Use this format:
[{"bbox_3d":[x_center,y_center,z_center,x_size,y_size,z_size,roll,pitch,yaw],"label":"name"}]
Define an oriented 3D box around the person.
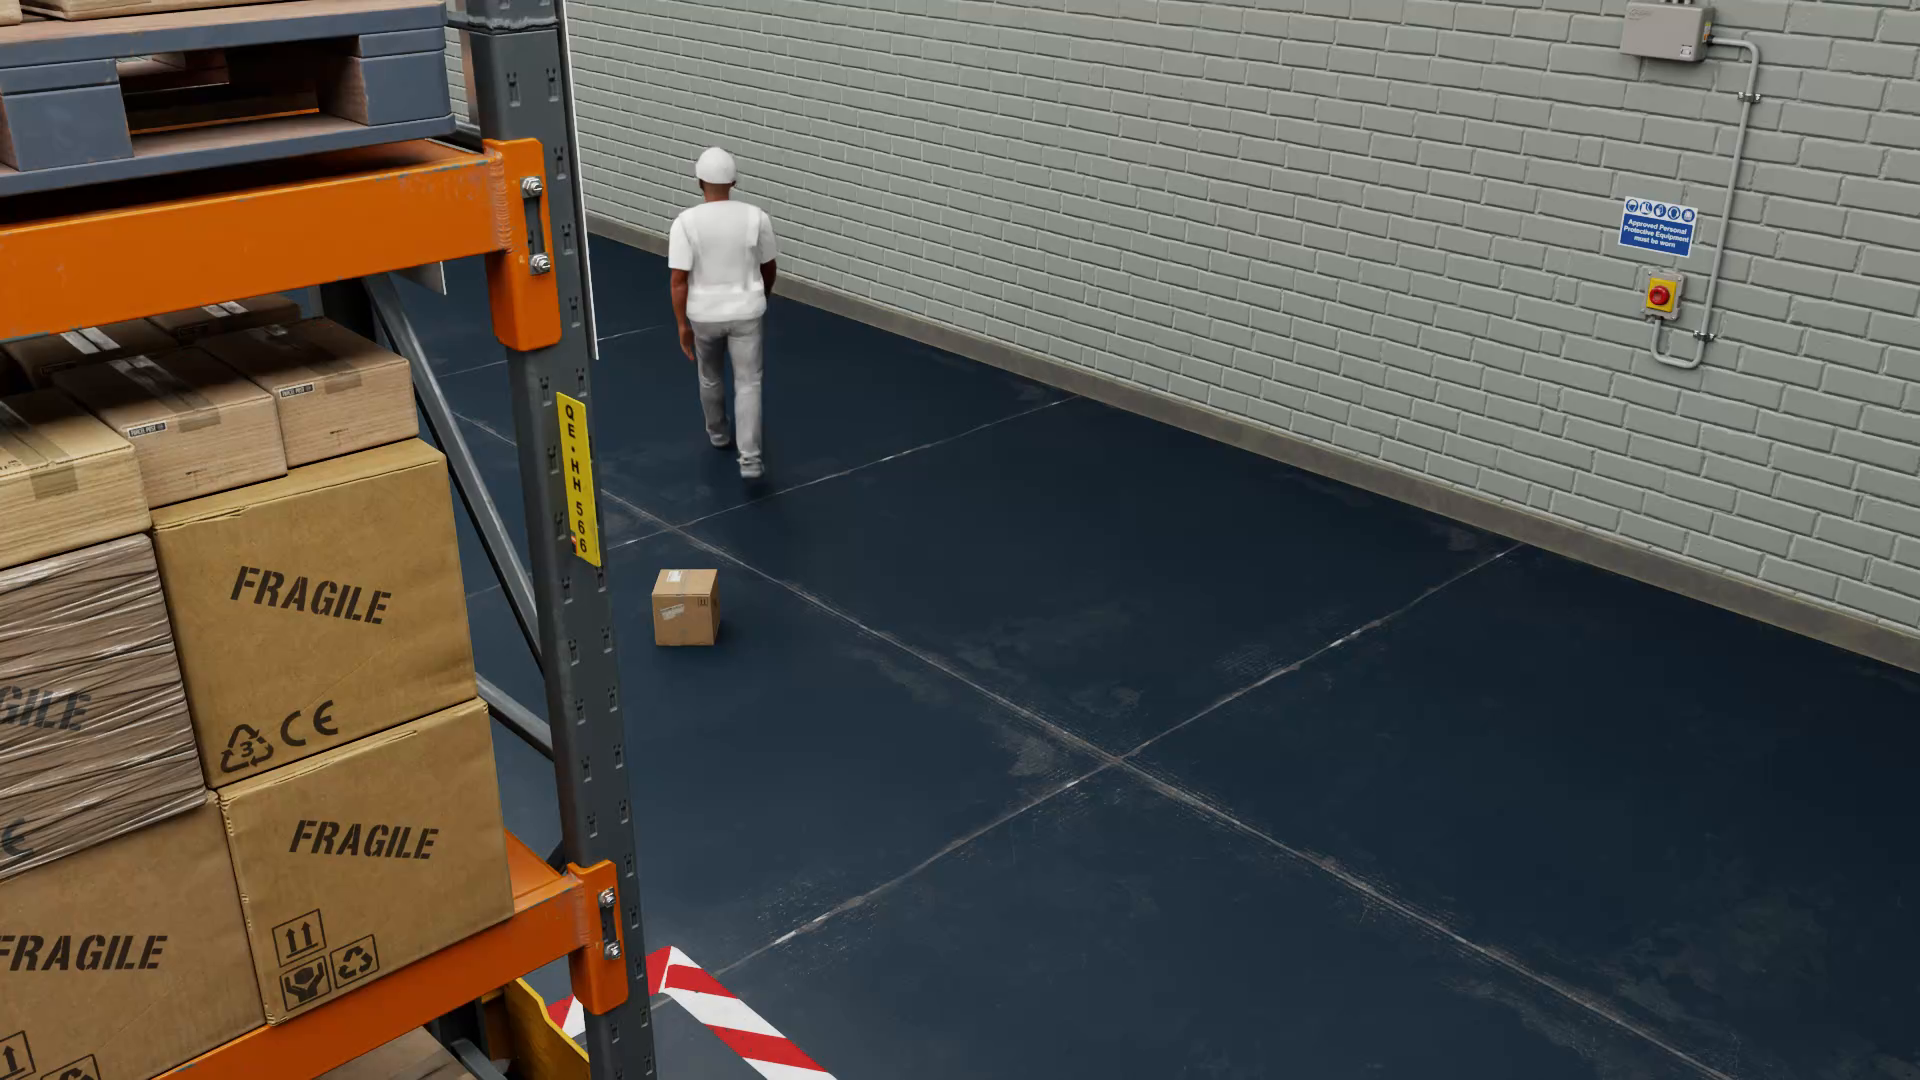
[{"bbox_3d":[-1.231,-1.212,8.786,0.558,1.723,1.071,-3,24,-6],"label":"person"}]
